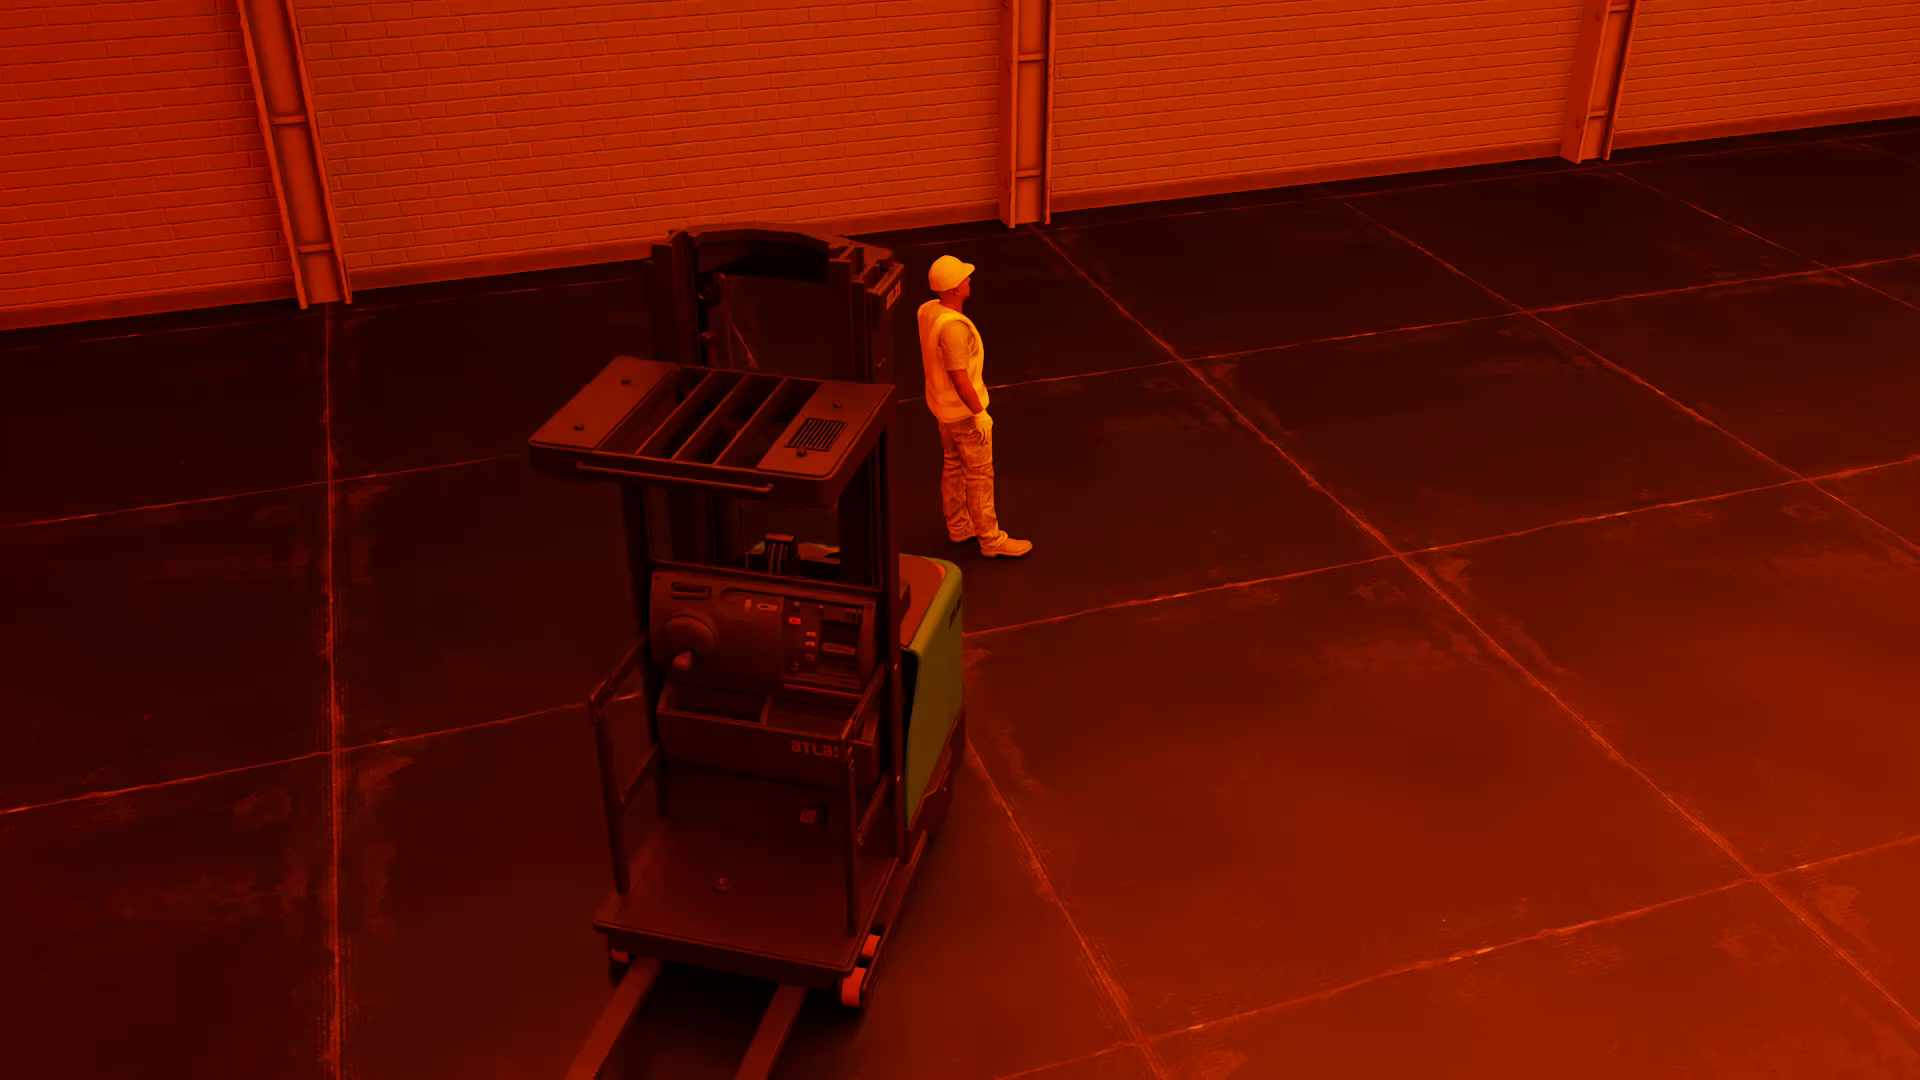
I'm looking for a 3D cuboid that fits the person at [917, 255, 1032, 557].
[{"bbox_3d":[0.071,-0.785,9.593,0.574,1.779,0.656,-10,31,-16],"label":"person"}]

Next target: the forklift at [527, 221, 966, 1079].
[{"bbox_3d":[-0.834,0.409,6.376,1.130,2.935,3.031,7,31,12],"label":"forklift"}]
